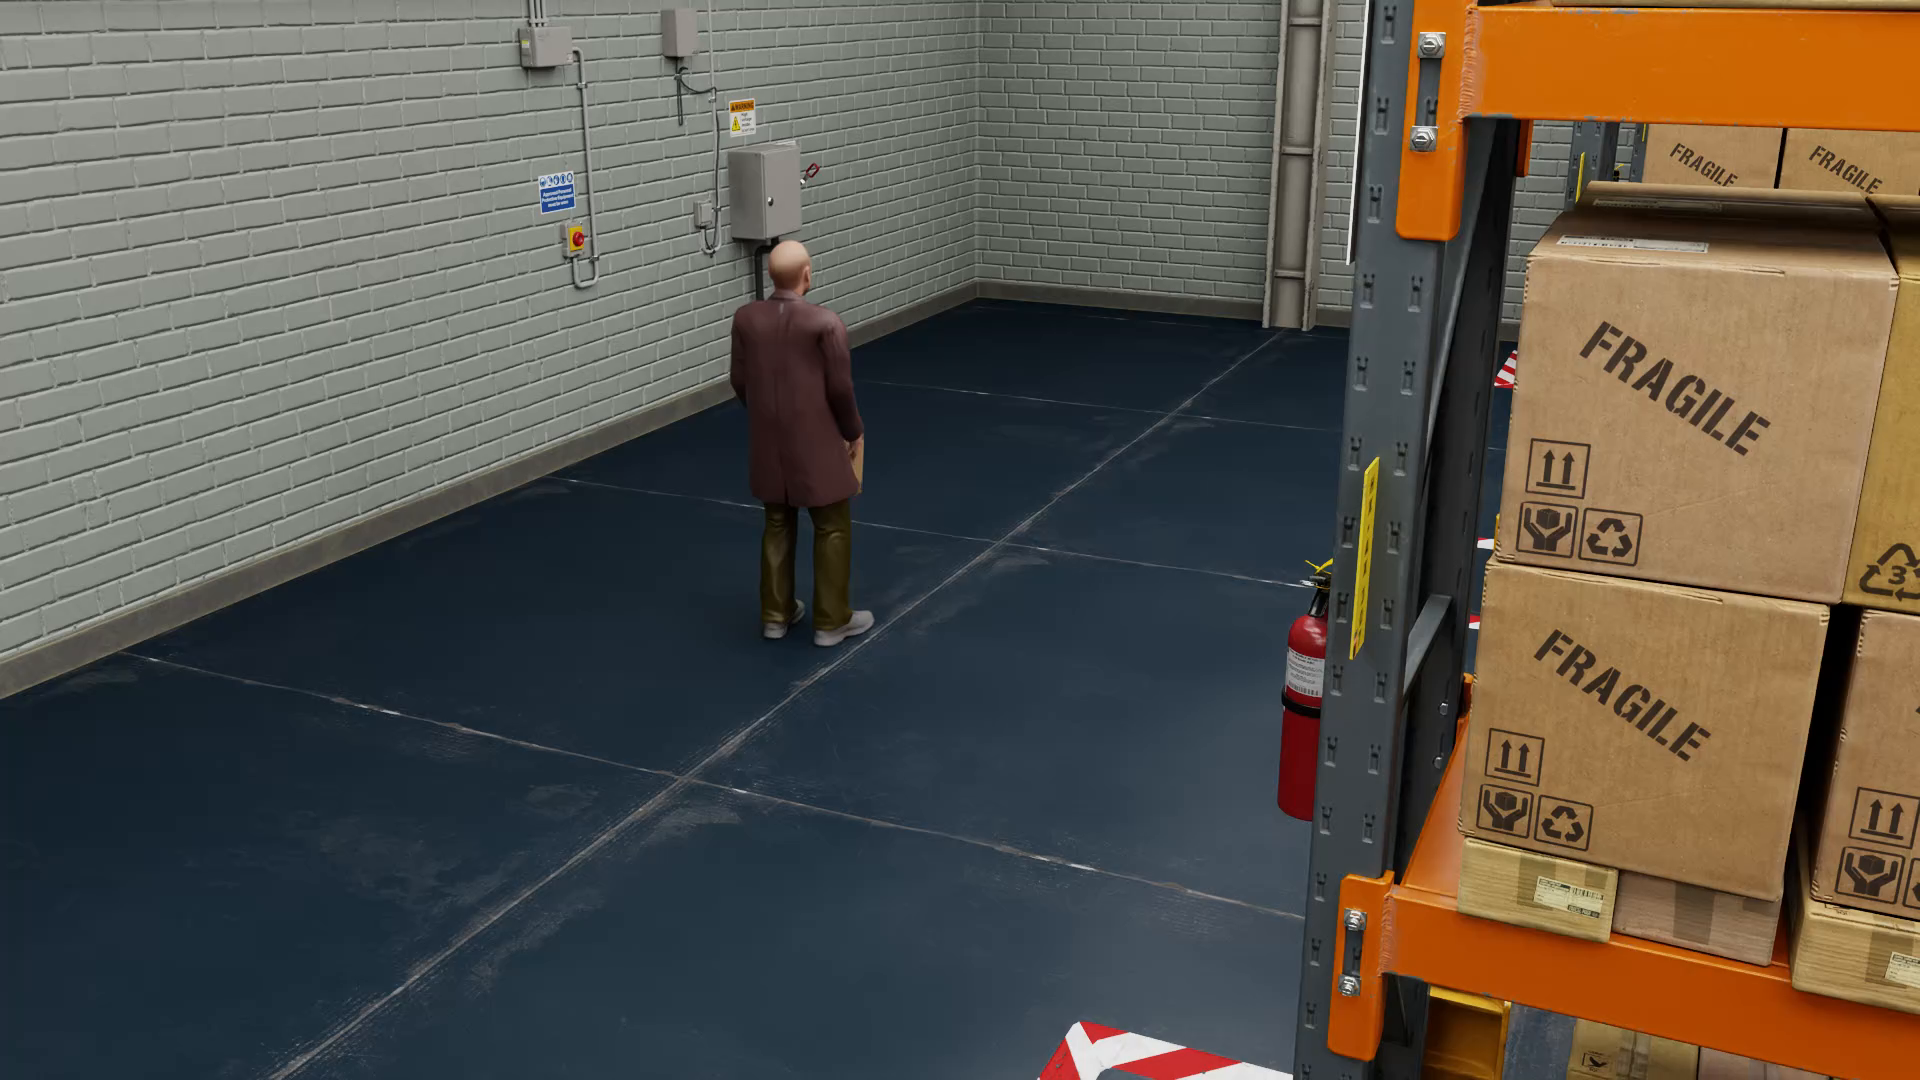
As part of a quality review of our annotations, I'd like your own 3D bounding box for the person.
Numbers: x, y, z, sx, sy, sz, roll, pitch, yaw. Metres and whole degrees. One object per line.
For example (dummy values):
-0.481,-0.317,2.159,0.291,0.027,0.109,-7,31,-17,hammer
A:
-0.707,-0.424,7.326,0.583,1.780,0.424,8,20,22,person
